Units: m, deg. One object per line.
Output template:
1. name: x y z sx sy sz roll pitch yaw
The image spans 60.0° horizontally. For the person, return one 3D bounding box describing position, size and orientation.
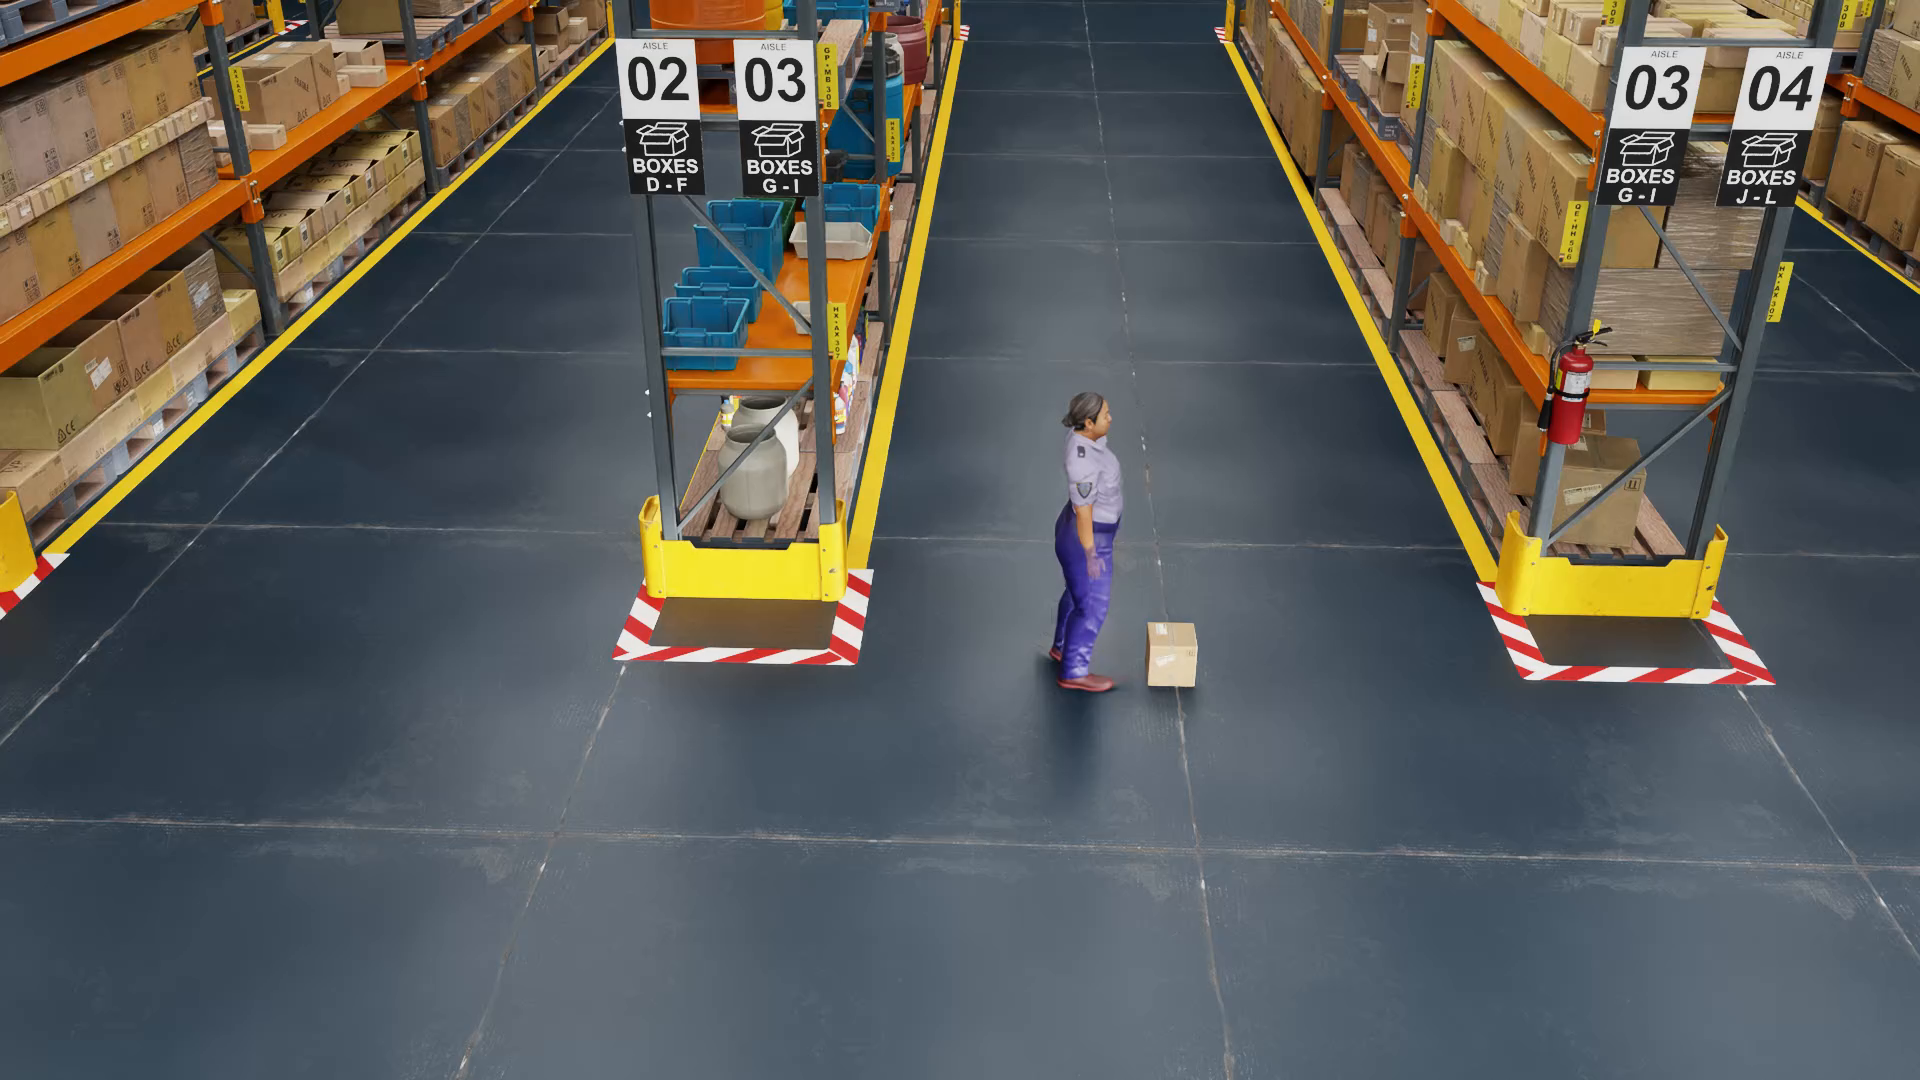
1. person: 0.660 0.009 8.669 0.354 1.685 0.467 2 28 3
